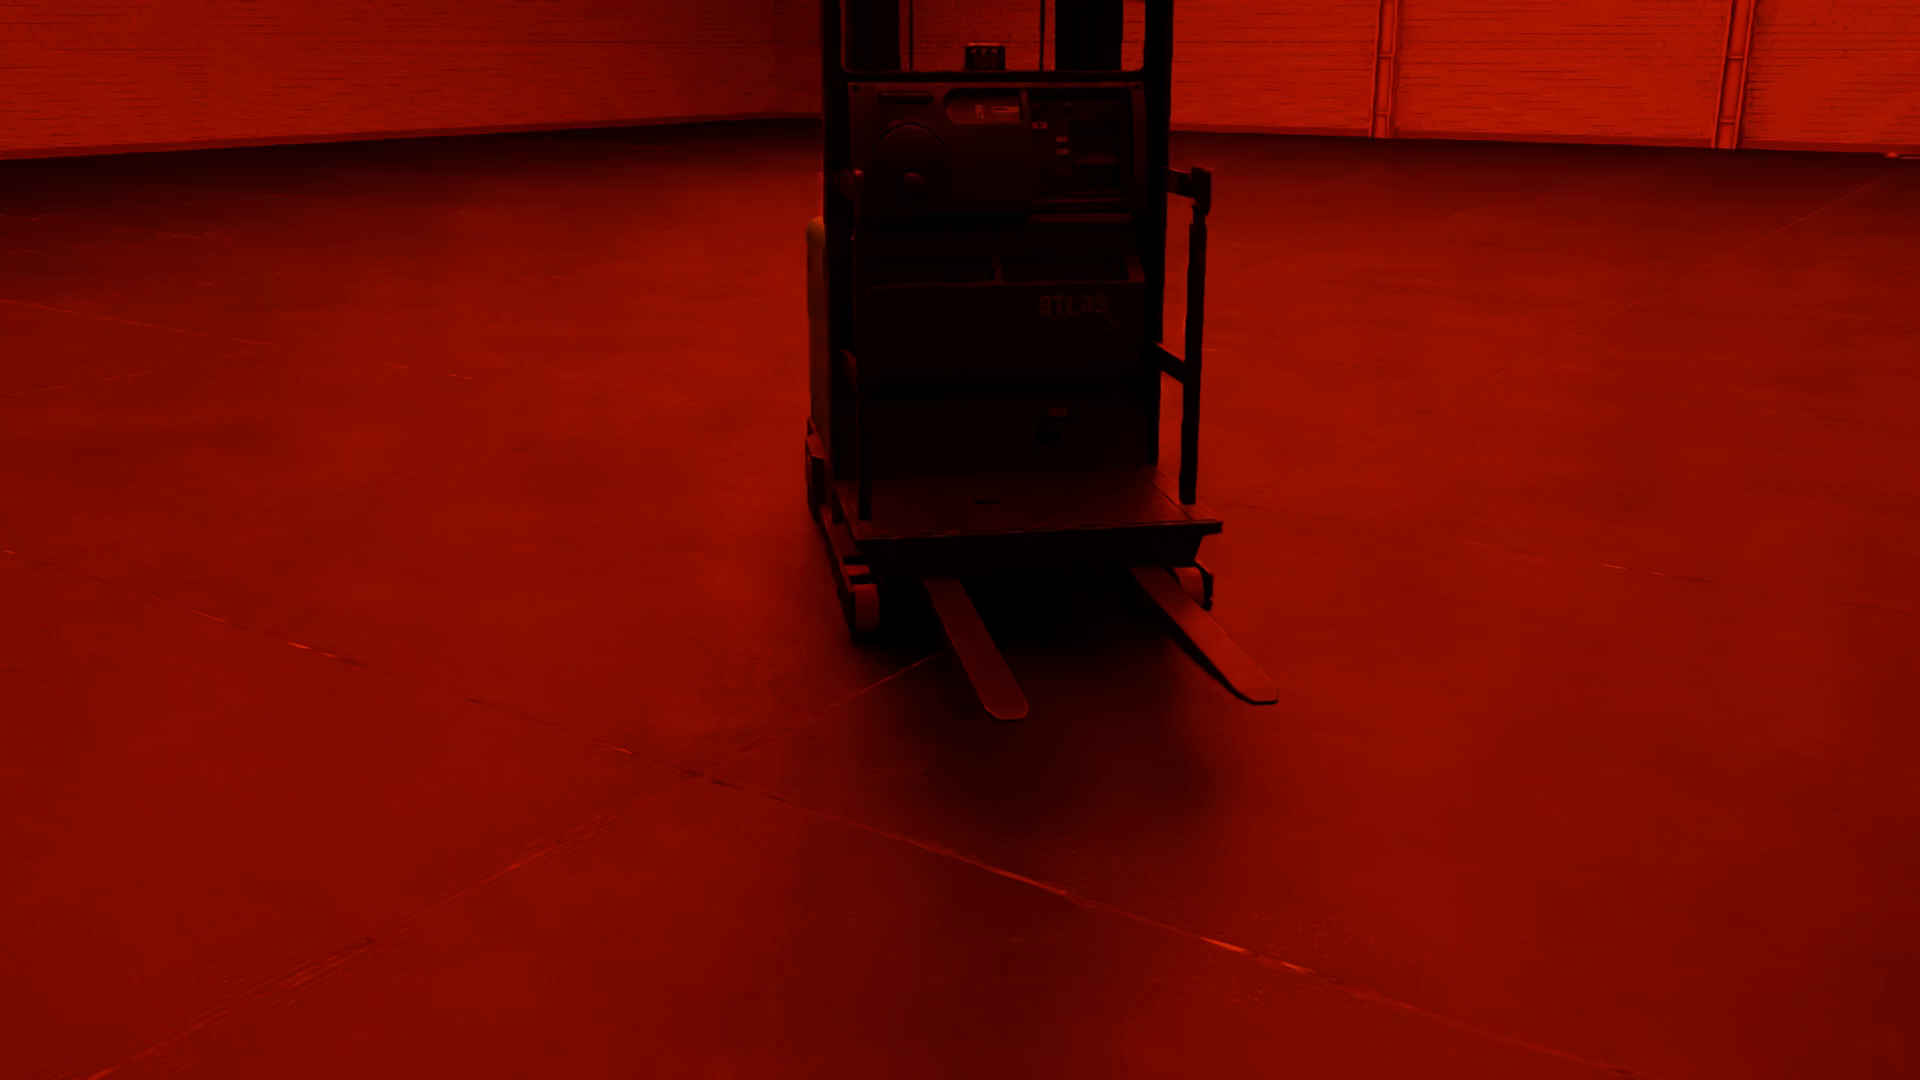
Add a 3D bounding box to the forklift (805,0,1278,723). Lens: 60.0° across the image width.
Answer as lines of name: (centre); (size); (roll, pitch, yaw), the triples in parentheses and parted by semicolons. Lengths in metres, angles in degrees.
forklift: (0.159, -1.223, 4.922); (1.130, 2.935, 3.031); (-3, 17, -9)
